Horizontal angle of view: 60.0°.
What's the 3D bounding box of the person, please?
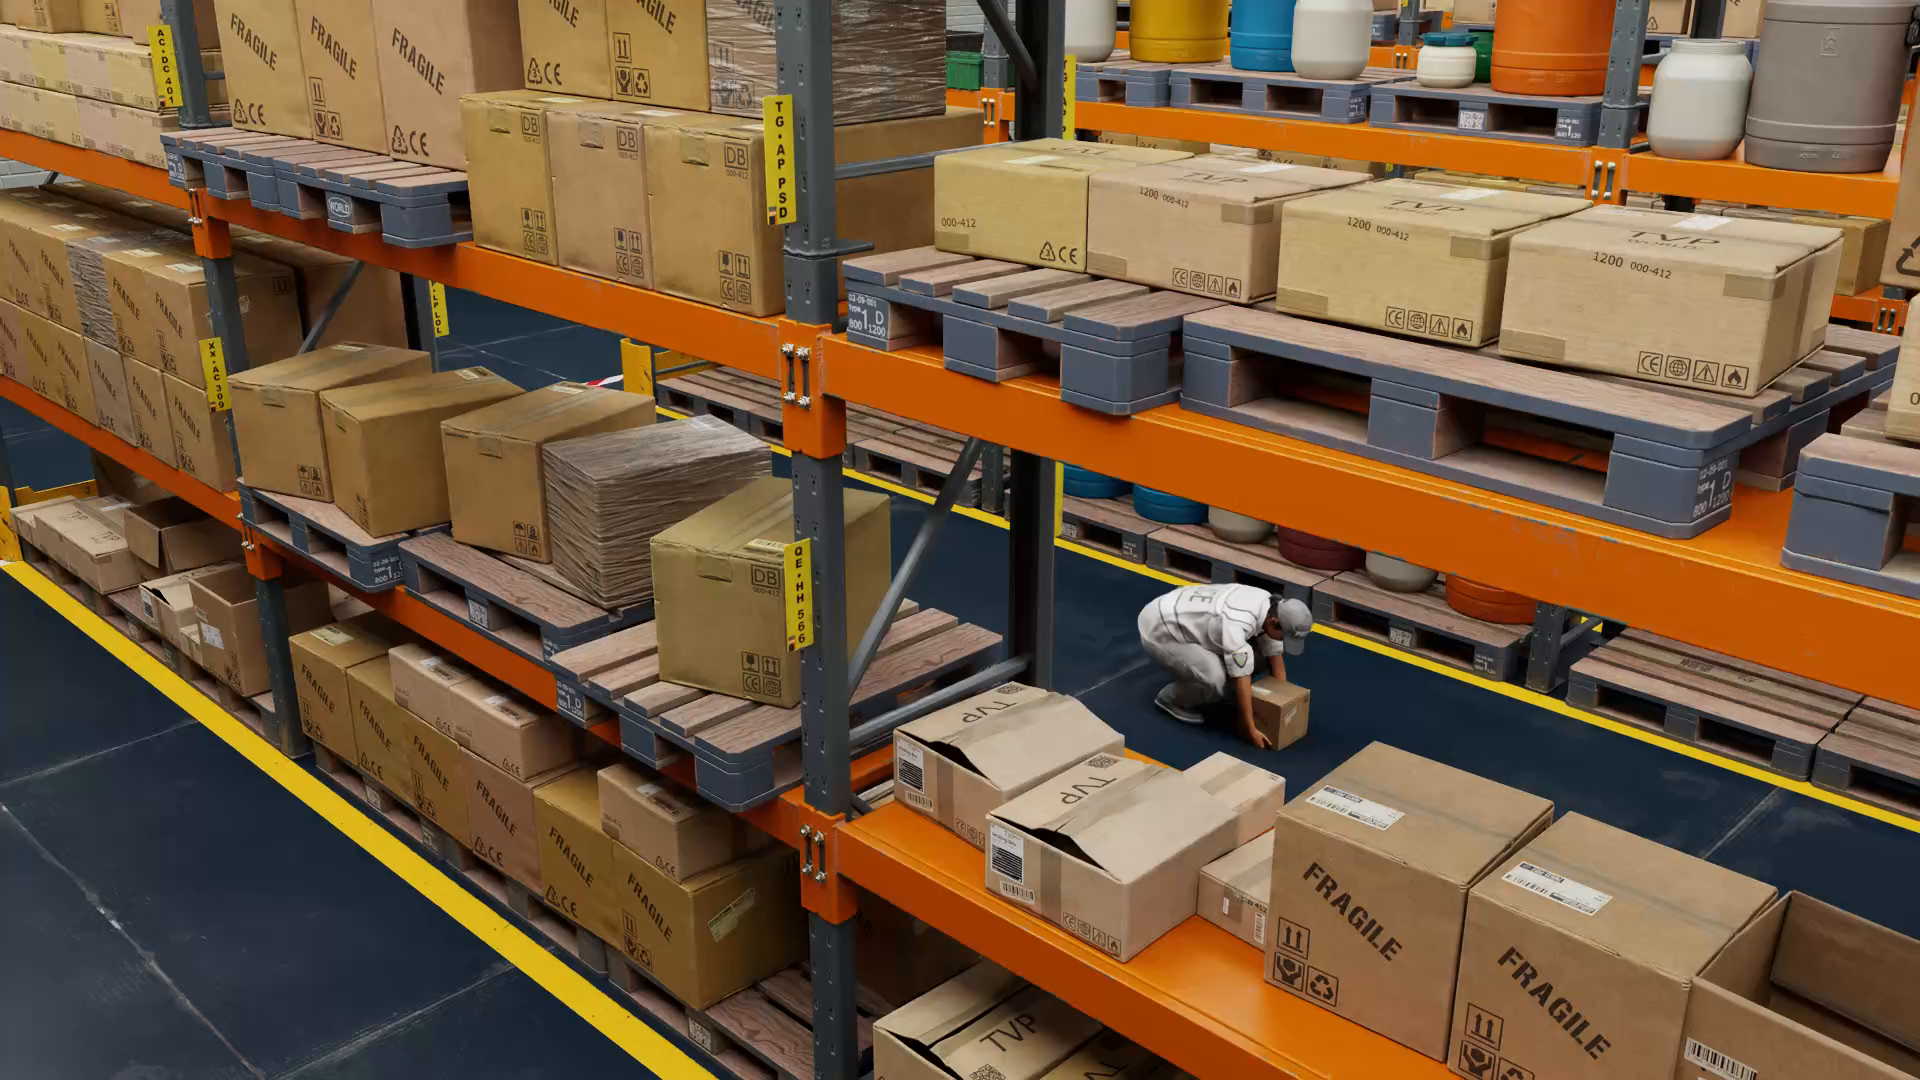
[{"bbox_3d":[1.343,0.581,8.434,0.910,0.797,0.520,18,27,40],"label":"person"}]
